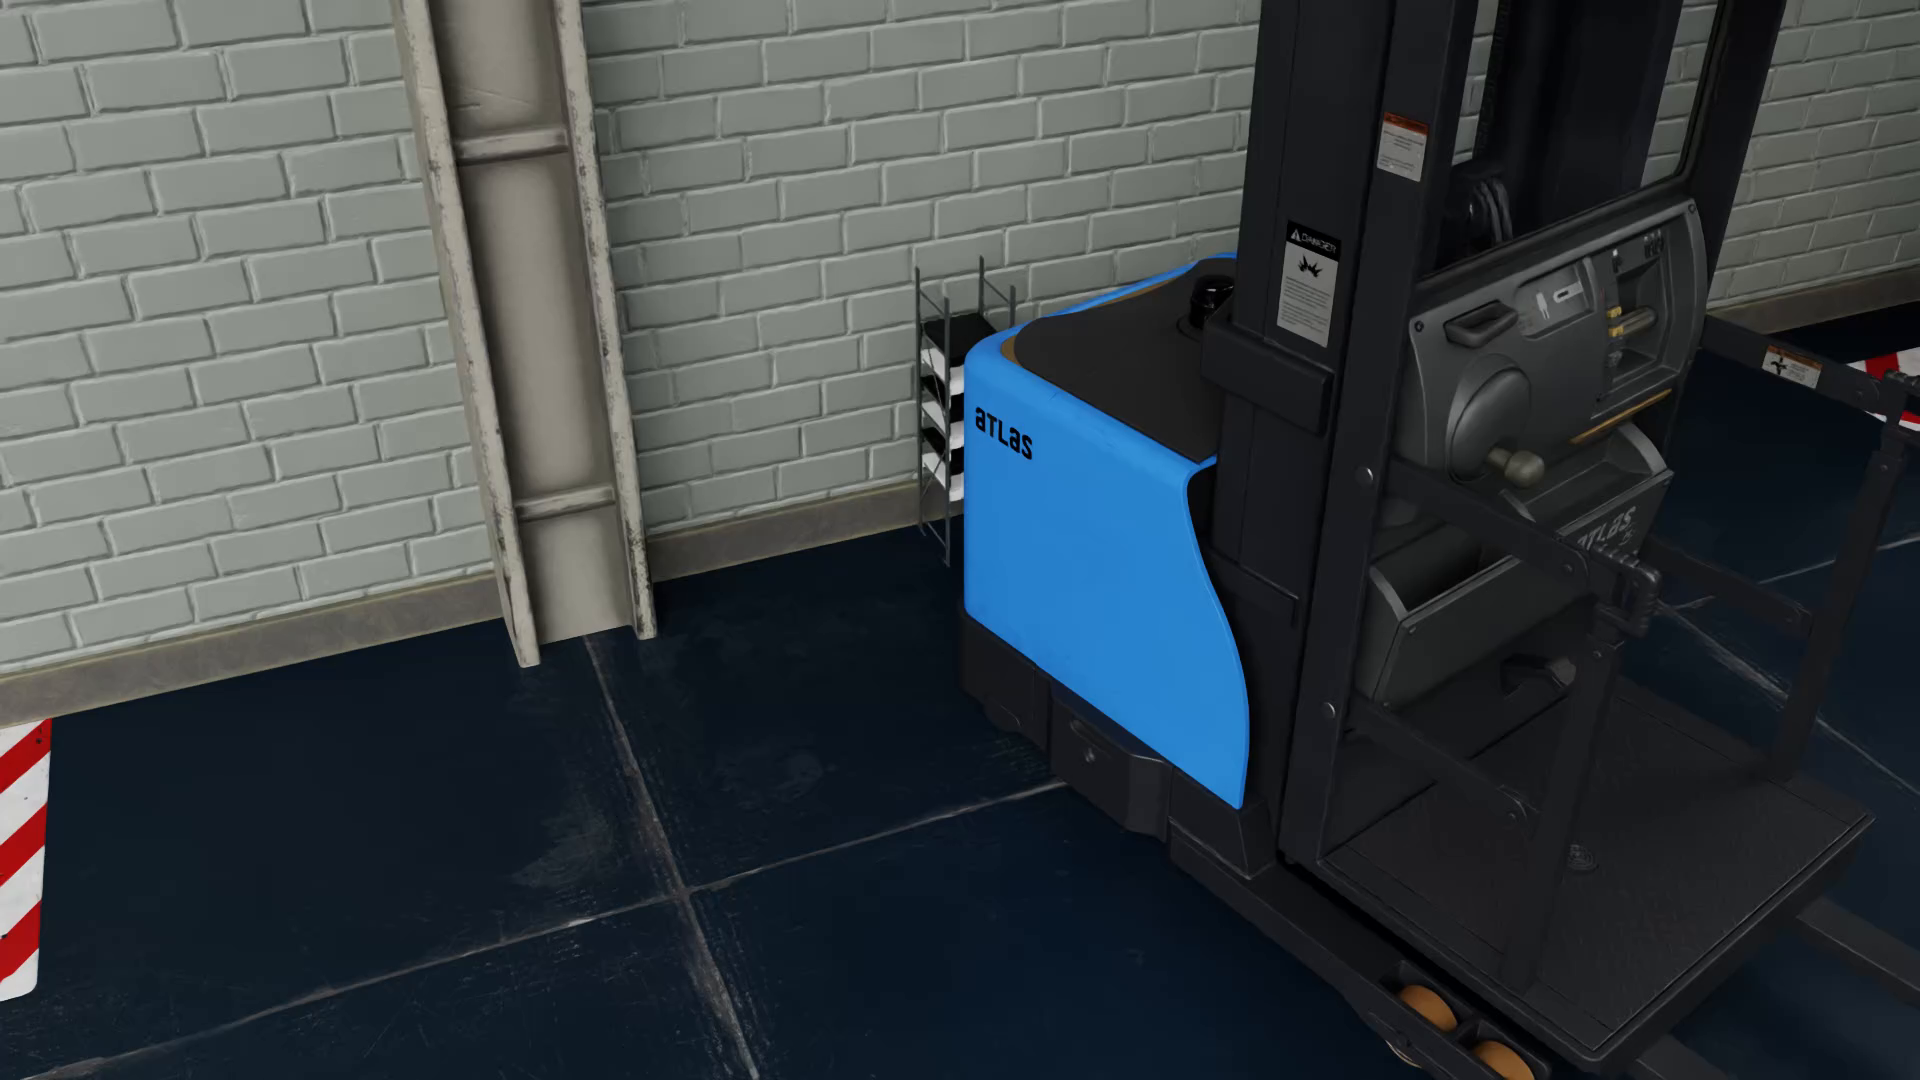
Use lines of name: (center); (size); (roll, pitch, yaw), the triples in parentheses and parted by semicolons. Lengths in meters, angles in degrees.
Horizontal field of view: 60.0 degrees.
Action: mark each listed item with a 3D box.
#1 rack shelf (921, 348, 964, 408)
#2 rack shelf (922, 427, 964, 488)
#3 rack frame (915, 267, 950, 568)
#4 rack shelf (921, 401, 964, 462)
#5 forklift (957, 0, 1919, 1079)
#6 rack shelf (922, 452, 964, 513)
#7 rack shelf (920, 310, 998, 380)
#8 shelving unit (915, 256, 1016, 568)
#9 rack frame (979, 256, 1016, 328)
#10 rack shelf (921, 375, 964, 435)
rack shelf: (0.013, -0.497, 4.919); (0.200, 0.077, 0.258); (-13, 36, -19)
rack shelf: (0.013, -0.271, 5.067); (0.200, 0.077, 0.258); (-13, 36, -19)
rack frame: (-0.080, -0.352, 4.966); (0.006, 0.900, 0.240); (-13, 36, -19)
rack shelf: (0.013, -0.347, 5.018); (0.200, 0.077, 0.258); (-13, 36, -19)
forklift: (1.307, -0.341, 3.086); (1.130, 2.935, 3.031); (-24, 40, -32)
rack shelf: (0.013, -0.196, 5.116); (0.200, 0.077, 0.258); (-13, 36, -19)
rack shelf: (0.013, -0.572, 4.870); (0.200, 0.077, 0.258); (-13, 36, -19)
shelving unit: (0.013, -0.374, 4.999); (0.210, 0.900, 0.258); (-13, 36, -19)
rack frame: (0.106, -0.396, 5.033); (0.006, 0.900, 0.240); (-13, 36, -19)
rack shelf: (0.013, -0.422, 4.968); (0.200, 0.077, 0.258); (-13, 36, -19)
